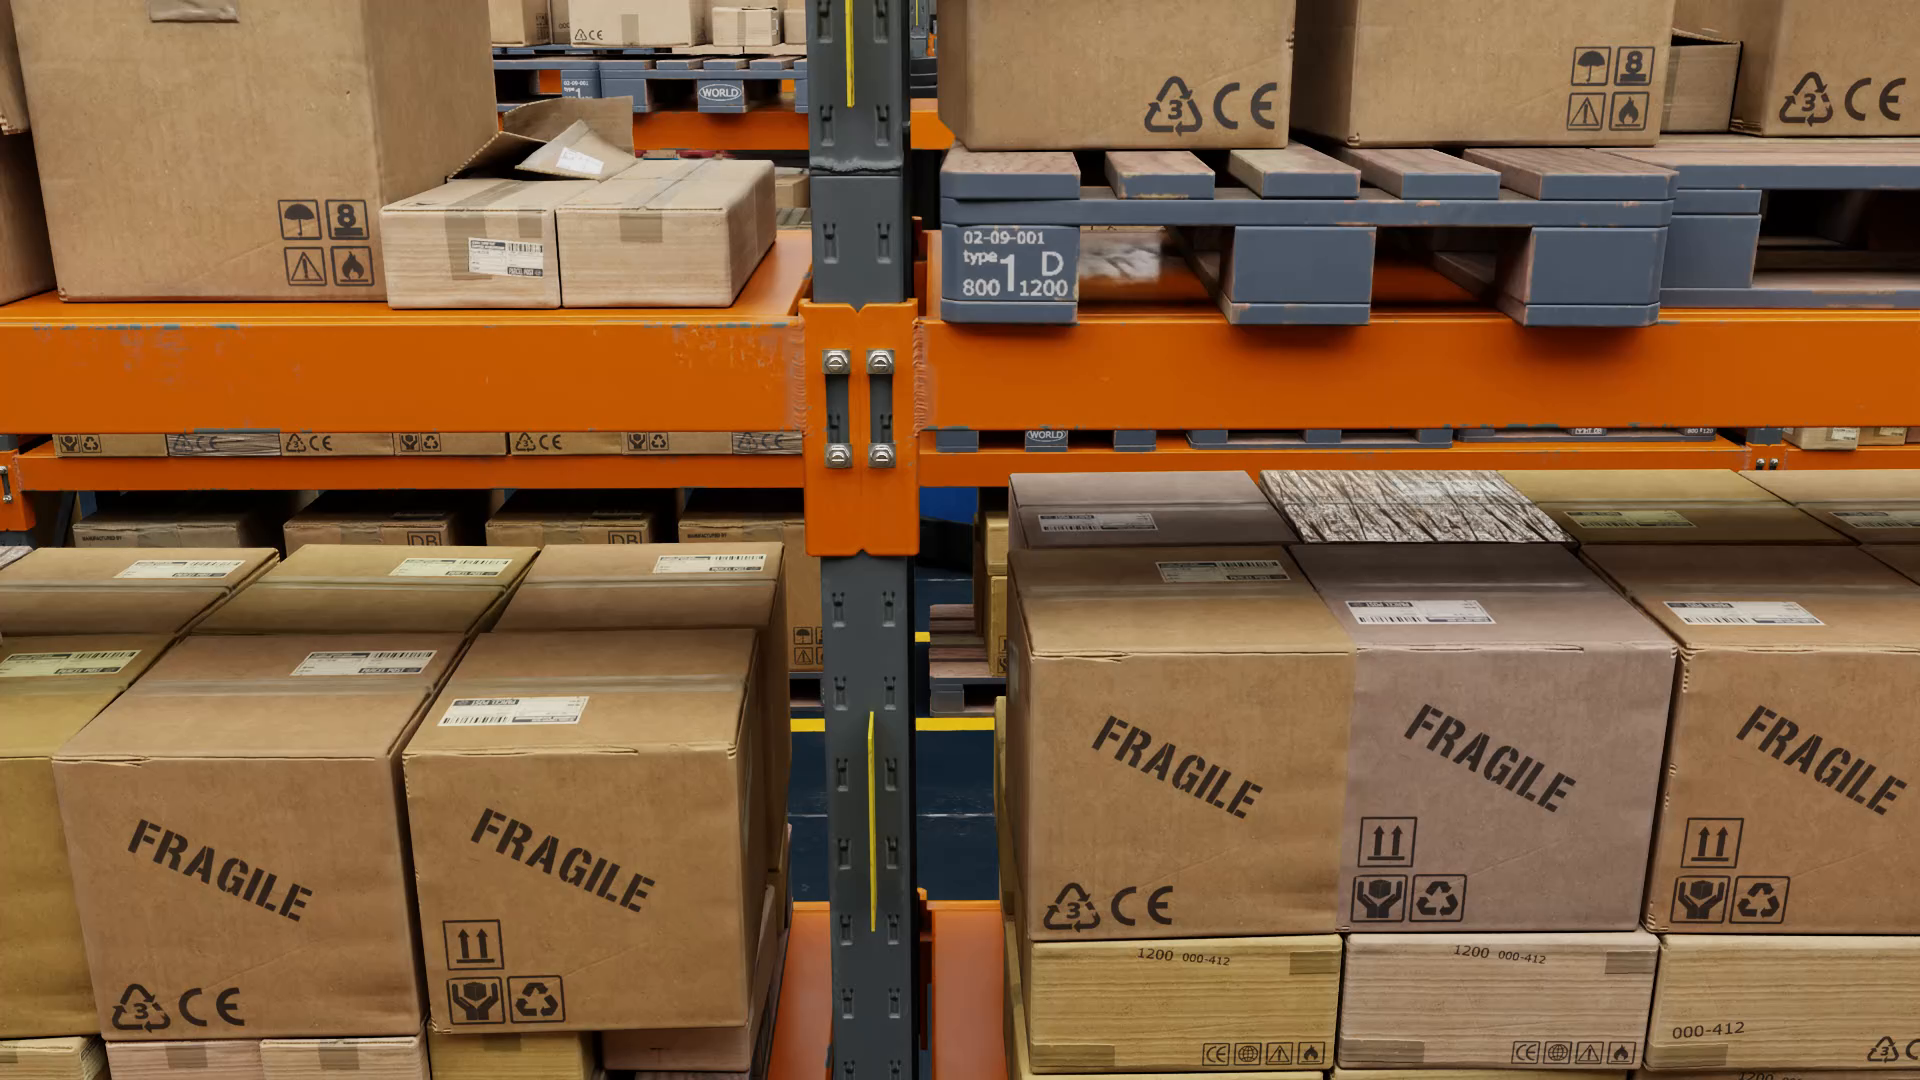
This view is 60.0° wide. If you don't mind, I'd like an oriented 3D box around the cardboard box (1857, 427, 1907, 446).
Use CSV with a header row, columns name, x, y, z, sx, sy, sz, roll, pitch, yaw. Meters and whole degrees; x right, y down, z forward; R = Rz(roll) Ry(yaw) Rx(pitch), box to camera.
name,x,y,z,sx,sy,sz,roll,pitch,yaw
cardboard box,4.215,-0.560,7.792,0.250,0.149,0.380,0,18,1

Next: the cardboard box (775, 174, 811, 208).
name,x,y,z,sx,sy,sz,roll,pitch,yaw
cardboard box,-1.404,-2.449,12.421,0.500,0.500,0.700,2,18,7

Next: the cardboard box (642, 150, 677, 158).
name,x,y,z,sx,sy,sz,roll,pitch,yaw
cardboard box,-3.968,-5.200,22.094,0.500,0.250,0.500,1,18,3

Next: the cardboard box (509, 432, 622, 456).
name,x,y,z,sx,sy,sz,roll,pitch,yaw
cardboard box,-1.775,-0.694,7.635,0.500,0.500,0.500,-1,18,-2

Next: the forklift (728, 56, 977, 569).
name,x,y,z,sx,sy,sz,roll,pitch,yaw
forklift,-0.743,-1.515,10.472,3.031,2.935,1.130,10,20,28

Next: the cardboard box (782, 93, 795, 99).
name,x,y,z,sx,sy,sz,roll,pitch,yaw
cardboard box,-2.816,-7.031,26.672,0.500,0.500,0.700,2,18,7

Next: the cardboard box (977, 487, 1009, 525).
name,x,y,z,sx,sy,sz,roll,pitch,yaw
cardboard box,0.349,-0.185,8.389,0.500,0.250,0.500,-1,18,-2

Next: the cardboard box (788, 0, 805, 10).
name,x,y,z,sx,sy,sz,roll,pitch,yaw
cardboard box,-1.293,-3.879,11.837,0.500,0.500,0.500,0,18,-1

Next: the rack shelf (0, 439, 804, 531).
name,x,y,z,sx,sy,sz,roll,pitch,yaw
rack shelf,-2.330,-0.382,8.006,4.000,0.370,1.077,0,18,-1

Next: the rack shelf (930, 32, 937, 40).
name,x,y,z,sx,sy,sz,roll,pitch,yaw
rack shelf,1.458,-7.884,26.480,4.000,0.370,1.077,0,18,-1

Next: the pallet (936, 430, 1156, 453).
name,x,y,z,sx,sy,sz,roll,pitch,yaw
pallet,0.381,-0.679,8.068,1.003,0.211,1.213,0,18,-1

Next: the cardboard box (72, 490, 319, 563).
name,x,y,z,sx,sy,sz,roll,pitch,yaw
cardboard box,-3.711,0.126,8.241,0.750,0.750,1.050,0,18,-1

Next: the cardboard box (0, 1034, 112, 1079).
name,x,y,z,sx,sy,sz,roll,pitch,yaw
cardboard box,-1.520,0.813,2.827,0.250,0.149,0.380,0,18,0

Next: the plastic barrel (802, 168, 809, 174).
name,x,y,z,sx,sy,sz,roll,pitch,yaw
plastic barrel,-1.411,-3.746,17.130,0.421,0.512,0.421,0,18,0

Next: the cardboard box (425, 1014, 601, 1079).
name,x,y,z,sx,sy,sz,roll,pitch,yaw
cardboard box,-0.742,0.793,2.888,0.250,0.149,0.380,0,18,0

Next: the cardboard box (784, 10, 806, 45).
name,x,y,z,sx,sy,sz,roll,pitch,yaw
cardboard box,-0.667,-2.338,7.575,0.250,0.149,0.380,-1,18,-3

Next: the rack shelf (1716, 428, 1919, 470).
name,x,y,z,sx,sy,sz,roll,pitch,yaw
rack shelf,5.669,-0.421,8.127,4.000,0.370,1.077,0,18,-1

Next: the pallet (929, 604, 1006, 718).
name,x,y,z,sx,sy,sz,roll,pitch,yaw
pallet,0.451,0.590,8.363,1.213,0.211,1.003,0,18,-1

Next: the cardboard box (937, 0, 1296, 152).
name,x,y,z,sx,sy,sz,roll,pitch,yaw
cardboard box,0.223,-0.948,2.826,0.637,0.503,0.797,-1,18,-4

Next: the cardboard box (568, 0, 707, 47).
name,x,y,z,sx,sy,sz,roll,pitch,yaw
cardboard box,-1.371,-2.271,7.101,0.500,0.311,0.500,0,18,-1

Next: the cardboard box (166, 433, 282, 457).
name,x,y,z,sx,sy,sz,roll,pitch,yaw
cardboard box,-3.295,-0.686,7.611,0.500,0.500,0.500,0,18,0

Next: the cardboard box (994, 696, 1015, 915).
name,x,y,z,sx,sy,sz,roll,pitch,yaw
cardboard box,0.329,0.530,3.411,0.500,0.250,0.500,0,18,-1

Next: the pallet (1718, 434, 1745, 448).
name,x,y,z,sx,sy,sz,roll,pitch,yaw
pallet,5.676,-0.928,13.094,1.213,0.211,1.003,0,18,-1

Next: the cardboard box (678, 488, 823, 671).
name,x,y,z,sx,sy,sz,roll,pitch,yaw
cardboard box,-0.941,0.112,8.282,0.750,0.750,1.050,-1,18,-2

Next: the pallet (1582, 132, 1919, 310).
name,x,y,z,sx,sy,sz,roll,pitch,yaw
pallet,1.610,-0.587,2.866,1.213,0.211,1.003,1,18,2

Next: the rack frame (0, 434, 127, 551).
name,x,y,z,sx,sy,sz,roll,pitch,yaw
rack frame,-4.330,-0.715,7.866,0.127,3.000,1.000,0,18,-1

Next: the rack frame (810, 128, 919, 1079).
name,x,y,z,sx,sy,sz,roll,pitch,yaw
rack frame,-0.151,0.777,3.215,0.127,3.000,1.000,0,18,-1

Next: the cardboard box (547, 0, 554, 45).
name,x,y,z,sx,sy,sz,roll,pitch,yaw
cardboard box,-2.072,-2.427,7.586,0.500,0.311,0.500,-1,18,-2

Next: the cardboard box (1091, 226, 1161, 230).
name,x,y,z,sx,sy,sz,roll,pitch,yaw
cardboard box,1.210,-2.223,12.404,0.500,0.500,0.500,-1,18,-2

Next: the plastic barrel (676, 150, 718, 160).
name,x,y,z,sx,sy,sz,roll,pitch,yaw
plastic barrel,-2.692,-3.749,17.102,0.433,0.535,0.433,0,18,0

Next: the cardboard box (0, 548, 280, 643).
name,x,y,z,sx,sy,sz,roll,pitch,yaw
cardboard box,-1.657,0.328,3.275,0.500,0.500,0.500,0,18,0

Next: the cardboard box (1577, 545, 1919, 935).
name,x,y,z,sx,sy,sz,roll,pitch,yaw
cardboard box,1.359,0.322,2.831,0.500,0.500,0.500,0,18,1

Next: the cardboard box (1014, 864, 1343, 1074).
name,x,y,z,sx,sy,sz,roll,pitch,yaw
cardboard box,0.359,0.683,2.934,0.500,0.250,0.500,0,18,-1

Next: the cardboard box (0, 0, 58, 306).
name,x,y,z,sx,sy,sz,roll,pitch,yaw
cardboard box,-1.676,-0.685,2.691,0.637,0.503,0.797,0,18,-1

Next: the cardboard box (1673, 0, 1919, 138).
name,x,y,z,sx,sy,sz,roll,pitch,yaw
cardboard box,1.606,-0.996,2.980,0.500,0.500,0.500,0,18,0

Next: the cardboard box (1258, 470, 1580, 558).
name,x,y,z,sx,sy,sz,roll,pitch,yaw
cardboard box,0.875,0.166,3.320,0.500,0.500,0.500,0,18,0

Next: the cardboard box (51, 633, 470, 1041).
name,x,y,z,sx,sy,sz,roll,pitch,yaw
cardboard box,-1.118,0.481,2.801,0.500,0.500,0.500,-1,18,-2

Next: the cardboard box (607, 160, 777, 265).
name,x,y,z,sx,sy,sz,roll,pitch,yaw
cardboard box,-0.469,-0.582,2.952,0.250,0.149,0.380,0,18,-1

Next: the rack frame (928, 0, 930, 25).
name,x,y,z,sx,sy,sz,roll,pitch,yaw
rack frame,-0.460,-8.132,21.166,0.127,3.000,1.000,0,18,-1

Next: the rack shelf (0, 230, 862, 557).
name,x,y,z,sx,sy,sz,roll,pitch,yaw
rack shelf,-2.151,-0.299,2.837,4.000,0.370,1.077,0,18,-1

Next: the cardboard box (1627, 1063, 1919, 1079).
name,x,y,z,sx,sy,sz,roll,pitch,yaw
cardboard box,1.380,0.914,3.033,0.500,0.250,0.500,0,18,1

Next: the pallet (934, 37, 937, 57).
name,x,y,z,sx,sy,sz,roll,pitch,yaw
pallet,0.335,-3.608,12.281,1.003,0.211,1.213,1,18,2
